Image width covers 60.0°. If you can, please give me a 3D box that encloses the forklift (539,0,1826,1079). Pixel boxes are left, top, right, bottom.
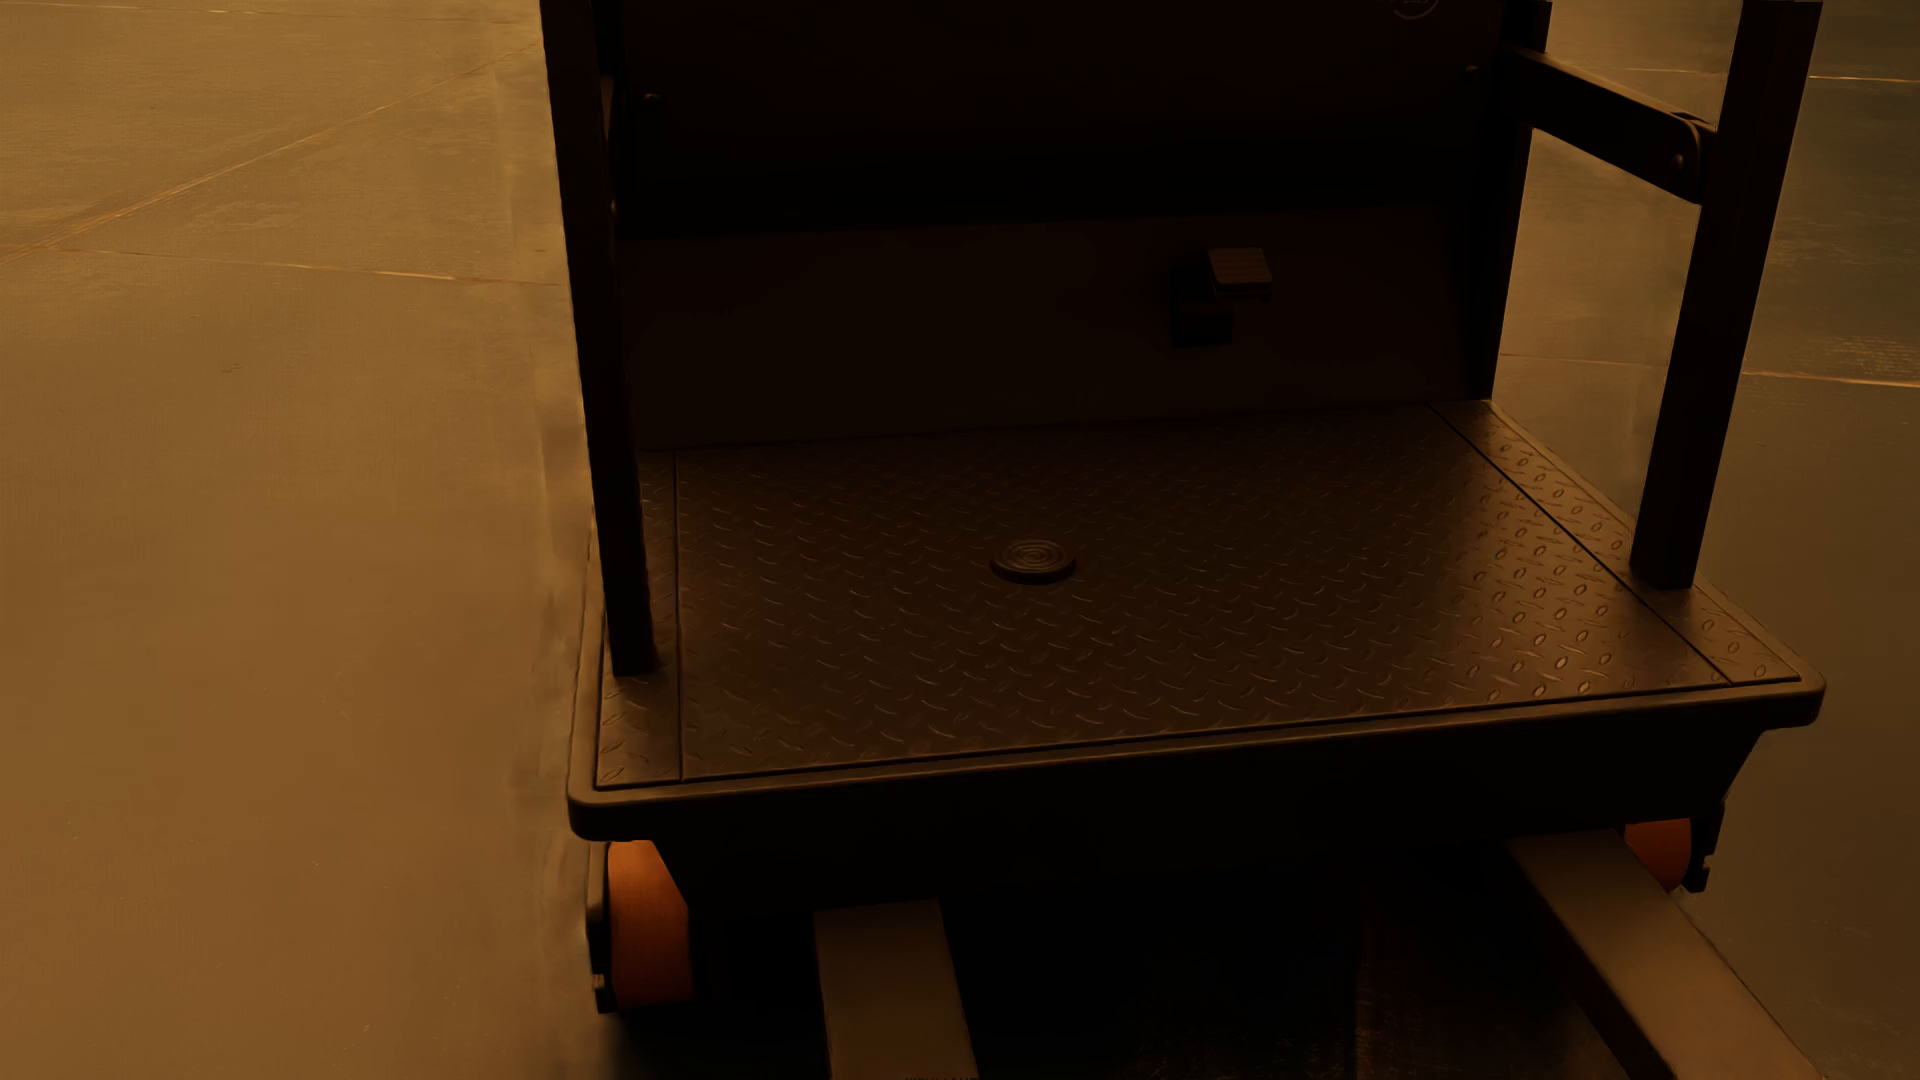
[{"bbox_3d":[0.153,-1.032,1.292,1.130,2.935,3.031,-4,27,-8],"label":"forklift"}]
